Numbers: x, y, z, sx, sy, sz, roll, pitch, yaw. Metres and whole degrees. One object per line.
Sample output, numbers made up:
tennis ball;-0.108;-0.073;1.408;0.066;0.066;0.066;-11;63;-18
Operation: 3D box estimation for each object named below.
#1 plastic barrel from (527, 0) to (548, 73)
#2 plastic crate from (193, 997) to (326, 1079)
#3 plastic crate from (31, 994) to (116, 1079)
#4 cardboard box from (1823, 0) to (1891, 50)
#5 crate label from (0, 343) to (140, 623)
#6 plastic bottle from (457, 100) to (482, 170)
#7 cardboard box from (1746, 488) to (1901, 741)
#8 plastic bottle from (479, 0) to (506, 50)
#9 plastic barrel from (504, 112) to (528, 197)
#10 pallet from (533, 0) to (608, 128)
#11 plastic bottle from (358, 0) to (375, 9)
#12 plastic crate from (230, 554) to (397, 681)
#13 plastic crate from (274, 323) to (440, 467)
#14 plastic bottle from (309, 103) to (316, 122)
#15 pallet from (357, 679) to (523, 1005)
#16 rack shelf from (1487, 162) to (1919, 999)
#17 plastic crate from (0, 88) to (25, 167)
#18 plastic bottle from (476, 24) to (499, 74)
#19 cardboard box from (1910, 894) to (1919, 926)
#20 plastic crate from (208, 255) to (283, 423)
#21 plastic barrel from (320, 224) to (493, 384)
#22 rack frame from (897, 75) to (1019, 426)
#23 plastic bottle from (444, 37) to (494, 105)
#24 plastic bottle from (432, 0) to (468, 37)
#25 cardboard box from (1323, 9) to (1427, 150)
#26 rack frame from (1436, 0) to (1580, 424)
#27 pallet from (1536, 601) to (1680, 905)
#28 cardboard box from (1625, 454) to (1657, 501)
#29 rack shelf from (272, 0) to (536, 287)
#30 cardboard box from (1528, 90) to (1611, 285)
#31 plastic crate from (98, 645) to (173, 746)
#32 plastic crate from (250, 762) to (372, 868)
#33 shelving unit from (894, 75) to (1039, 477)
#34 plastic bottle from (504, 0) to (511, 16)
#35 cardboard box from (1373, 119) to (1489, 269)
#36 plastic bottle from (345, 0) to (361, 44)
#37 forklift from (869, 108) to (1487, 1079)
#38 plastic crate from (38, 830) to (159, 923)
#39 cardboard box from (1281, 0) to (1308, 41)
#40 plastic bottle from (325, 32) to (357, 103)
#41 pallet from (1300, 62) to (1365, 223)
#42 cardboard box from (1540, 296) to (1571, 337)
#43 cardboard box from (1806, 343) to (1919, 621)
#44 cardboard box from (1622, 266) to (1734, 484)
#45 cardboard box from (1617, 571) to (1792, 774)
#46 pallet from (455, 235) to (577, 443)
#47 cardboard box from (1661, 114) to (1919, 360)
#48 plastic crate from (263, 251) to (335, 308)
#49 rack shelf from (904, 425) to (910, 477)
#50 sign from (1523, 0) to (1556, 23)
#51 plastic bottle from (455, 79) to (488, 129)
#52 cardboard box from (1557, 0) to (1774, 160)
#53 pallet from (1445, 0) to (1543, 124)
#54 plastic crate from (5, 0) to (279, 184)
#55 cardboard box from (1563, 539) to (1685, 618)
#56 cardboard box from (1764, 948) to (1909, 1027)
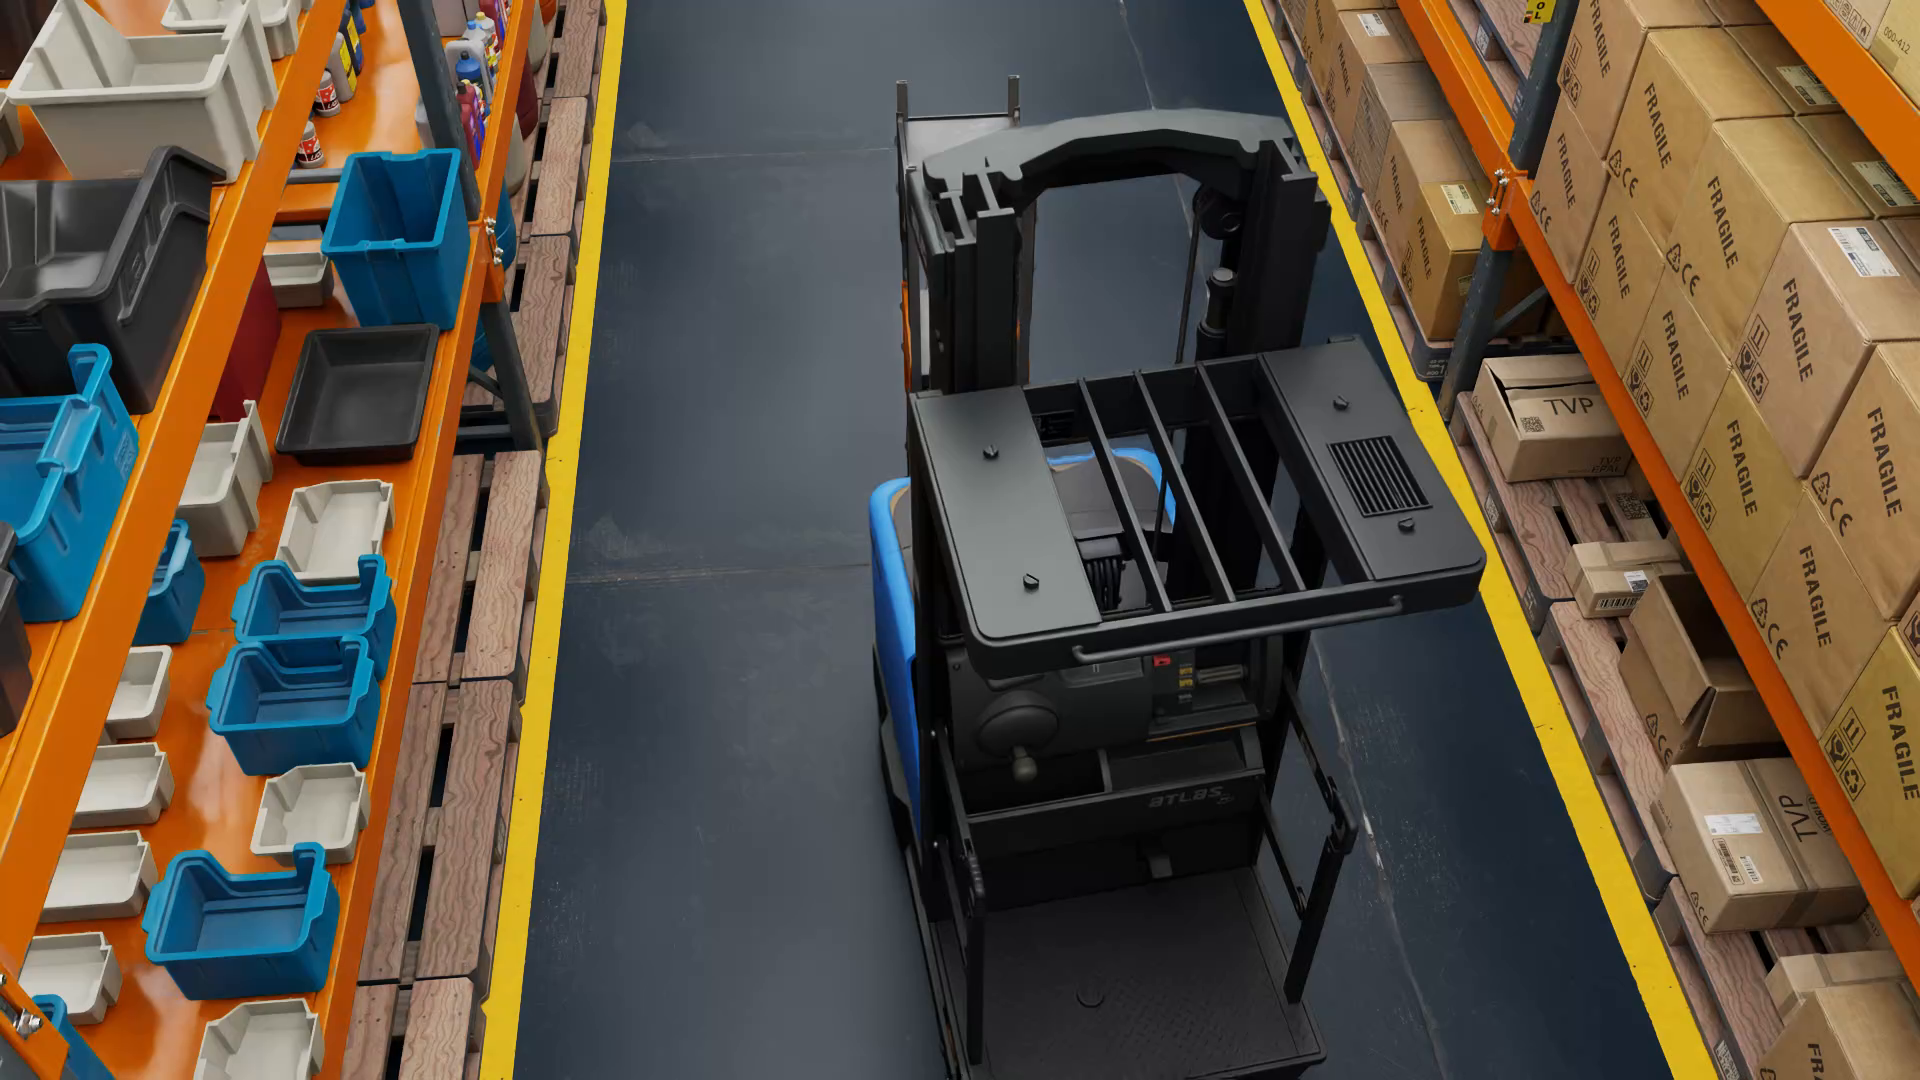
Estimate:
plastic barrel;-2.437;-2.753;8.852;0.421;0.512;0.421;0;47;0
plastic crate;-1.598;1.203;3.822;0.250;0.136;0.298;-3;47;-3
plastic crate;-2.176;1.305;3.519;0.616;0.435;0.499;-3;47;-3
cardboard box;2.512;-1.513;4.291;0.500;0.250;0.500;-3;47;-3
crate label;-1.717;-0.099;2.951;0.408;0.251;0.502;-3;47;-3
plastic bottle;-1.902;-1.577;6.394;0.061;0.283;0.133;-3;47;-3
cardboard box;2.583;0.192;4.570;0.500;0.500;0.500;-3;47;-3
plastic bottle;-1.976;-2.219;7.003;0.061;0.283;0.133;-3;47;-3
plastic barrel;-2.342;-1.936;8.078;0.421;0.512;0.421;0;47;0
pallet;-2.524;-2.693;9.292;1.003;0.211;1.213;-3;47;-3
plastic bottle;-2.632;-2.462;7.241;0.097;0.271;0.097;0;47;0
plastic crate;-1.789;0.237;4.670;0.416;0.233;0.300;-3;47;-3
plastic crate;-1.935;-0.458;5.403;0.437;0.125;0.590;-3;47;-3
plastic bottle;-2.682;-1.813;6.623;0.152;0.276;0.135;-3;47;-3
pallet;-2.091;1.048;5.749;1.003;0.211;1.213;-3;47;-3
rack shelf;2.807;0.070;5.249;1.077;0.370;4.000;-3;47;-3
plastic crate;-2.382;-0.852;3.743;0.437;0.136;0.530;-3;47;-3
plastic bottle;-1.977;-2.036;6.886;0.097;0.201;0.097;0;47;0
cardboard box;2.666;0.928;3.873;0.500;0.500;0.500;-2;47;-2
plastic crate;-2.471;-0.707;5.405;0.402;0.464;0.583;-3;47;-3
plastic barrel;-2.325;-1.143;7.059;0.600;0.901;0.708;-3;47;-3
rack frame;-0.007;-0.779;6.178;0.400;2.100;0.015;-3;47;-3
plastic bottle;-1.986;-1.906;6.711;0.152;0.276;0.135;-3;47;-3
plastic bottle;-2.184;-2.302;7.086;0.152;0.276;0.135;-3;47;-3
cardboard box;2.194;-2.344;8.459;0.500;0.500;0.500;-5;47;-5
rack frame;2.640;-1.624;6.359;1.000;3.000;0.127;-3;47;-3
pallet;2.802;0.717;6.063;1.003;0.211;1.213;-3;47;-3
cardboard box;2.970;-0.521;6.732;0.500;0.500;0.500;-3;47;-3
rack shelf;-2.464;-2.525;7.708;1.077;0.370;4.000;-3;47;-3
cardboard box;2.411;-1.273;5.957;0.500;0.500;0.500;-2;47;-2
plastic crate;-2.311;0.436;4.548;0.298;0.136;0.250;-3;47;-3
plastic crate;-1.655;0.712;4.287;0.250;0.136;0.298;-3;47;-3
shelving unit;0.014;-0.602;6.011;0.431;2.100;0.503;-3;47;-3
plastic bottle;-2.015;-2.371;7.203;0.097;0.201;0.097;0;47;0
cardboard box;2.280;-1.614;7.767;0.500;0.500;0.500;-3;47;-3
plastic bottle;-2.601;-2.197;6.990;0.097;0.271;0.097;0;47;0
forklift;0.473;0.513;4.382;1.130;2.935;3.031;-8;47;-8
plastic crate;-2.220;0.849;4.157;0.396;0.136;0.243;-3;47;-3
cardboard box;2.108;-3.085;9.161;0.500;0.500;0.500;-5;47;-5
plastic bottle;-2.556;-1.963;6.713;0.144;0.351;0.185;-3;47;-3
pallet;2.429;-2.136;8.764;1.003;0.211;1.213;-3;47;-3
cardboard box;2.842;-1.281;7.452;0.500;0.500;0.500;-5;47;-5
cardboard box;2.572;-0.154;4.209;0.500;0.500;0.500;-2;47;-2
cardboard box;2.497;-0.541;5.264;0.500;0.500;0.500;-4;47;-4
cardboard box;2.802;0.442;5.818;0.797;0.503;0.637;-3;47;-3
pallet;-2.319;-0.928;7.620;1.003;0.211;1.213;-3;47;-3
cardboard box;2.485;-0.899;4.915;0.500;0.500;0.500;-5;47;-4
plastic crate;-2.400;-0.910;5.823;0.396;0.136;0.243;-3;47;-3
rack shelf;0.014;-0.112;6.529;0.431;0.518;0.480;-3;47;-3
sign;2.087;-1.986;5.904;0.100;0.325;0.005;-3;47;-3
plastic bottle;-1.941;-1.728;6.593;0.097;0.201;0.097;0;47;0
cardboard box;2.399;-1.644;5.620;0.500;0.500;0.500;-2;47;-2
pallet;2.682;-2.143;6.982;1.003;0.211;1.213;-3;47;-3
plastic crate;-1.839;-1.045;3.826;0.437;0.282;0.530;-3;47;-3
cardboard box;2.542;0.141;6.335;0.380;0.166;0.250;-3;47;-3
cardboard box;2.740;1.416;5.128;0.380;0.166;0.250;-3;47;-3
